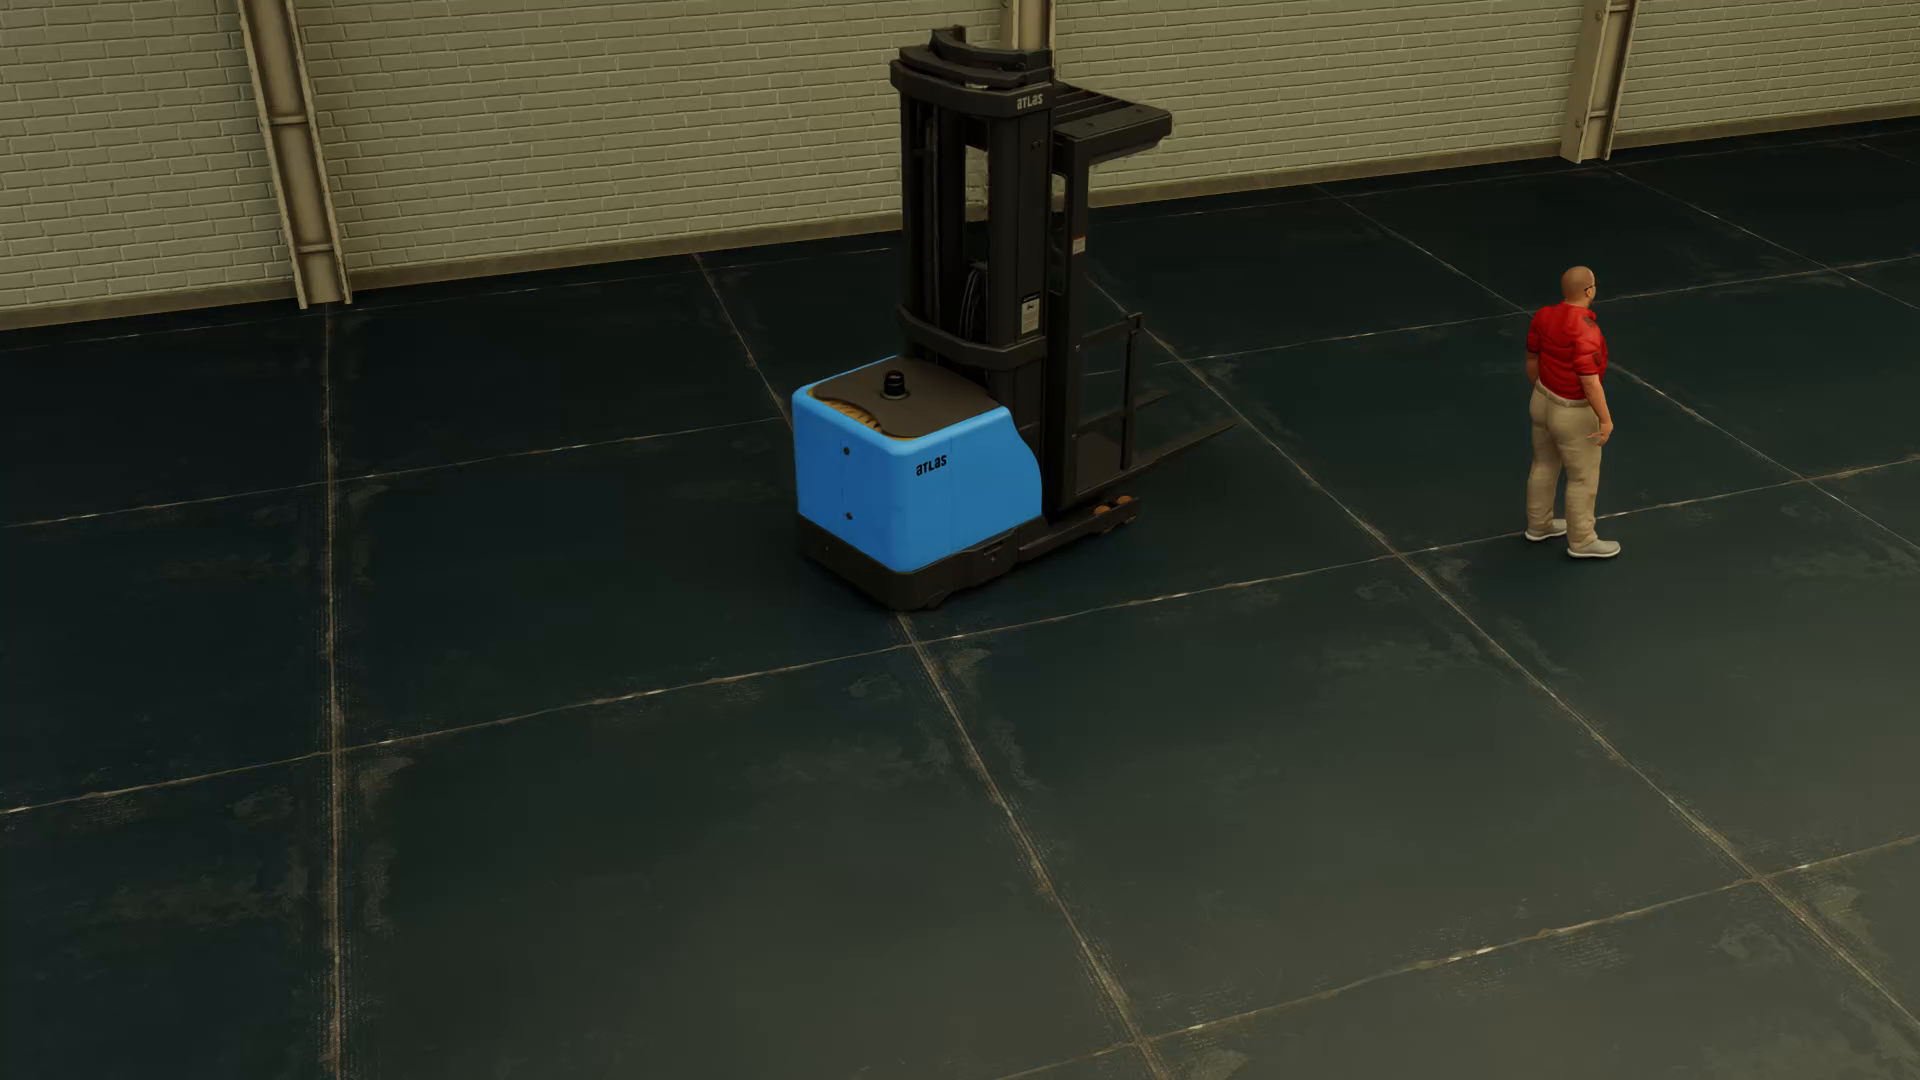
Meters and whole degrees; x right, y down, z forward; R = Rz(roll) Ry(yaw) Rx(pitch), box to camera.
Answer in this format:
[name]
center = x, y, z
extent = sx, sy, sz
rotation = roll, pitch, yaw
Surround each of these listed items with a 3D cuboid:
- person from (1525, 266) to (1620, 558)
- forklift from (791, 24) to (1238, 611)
[person]
center = 3.570, -0.758, 9.596
extent = 0.550, 1.727, 0.637
rotation = -11, 32, -18
[forklift]
center = 0.475, -1.488, 9.673
extent = 3.031, 2.935, 1.130
rotation = -24, 37, -35
